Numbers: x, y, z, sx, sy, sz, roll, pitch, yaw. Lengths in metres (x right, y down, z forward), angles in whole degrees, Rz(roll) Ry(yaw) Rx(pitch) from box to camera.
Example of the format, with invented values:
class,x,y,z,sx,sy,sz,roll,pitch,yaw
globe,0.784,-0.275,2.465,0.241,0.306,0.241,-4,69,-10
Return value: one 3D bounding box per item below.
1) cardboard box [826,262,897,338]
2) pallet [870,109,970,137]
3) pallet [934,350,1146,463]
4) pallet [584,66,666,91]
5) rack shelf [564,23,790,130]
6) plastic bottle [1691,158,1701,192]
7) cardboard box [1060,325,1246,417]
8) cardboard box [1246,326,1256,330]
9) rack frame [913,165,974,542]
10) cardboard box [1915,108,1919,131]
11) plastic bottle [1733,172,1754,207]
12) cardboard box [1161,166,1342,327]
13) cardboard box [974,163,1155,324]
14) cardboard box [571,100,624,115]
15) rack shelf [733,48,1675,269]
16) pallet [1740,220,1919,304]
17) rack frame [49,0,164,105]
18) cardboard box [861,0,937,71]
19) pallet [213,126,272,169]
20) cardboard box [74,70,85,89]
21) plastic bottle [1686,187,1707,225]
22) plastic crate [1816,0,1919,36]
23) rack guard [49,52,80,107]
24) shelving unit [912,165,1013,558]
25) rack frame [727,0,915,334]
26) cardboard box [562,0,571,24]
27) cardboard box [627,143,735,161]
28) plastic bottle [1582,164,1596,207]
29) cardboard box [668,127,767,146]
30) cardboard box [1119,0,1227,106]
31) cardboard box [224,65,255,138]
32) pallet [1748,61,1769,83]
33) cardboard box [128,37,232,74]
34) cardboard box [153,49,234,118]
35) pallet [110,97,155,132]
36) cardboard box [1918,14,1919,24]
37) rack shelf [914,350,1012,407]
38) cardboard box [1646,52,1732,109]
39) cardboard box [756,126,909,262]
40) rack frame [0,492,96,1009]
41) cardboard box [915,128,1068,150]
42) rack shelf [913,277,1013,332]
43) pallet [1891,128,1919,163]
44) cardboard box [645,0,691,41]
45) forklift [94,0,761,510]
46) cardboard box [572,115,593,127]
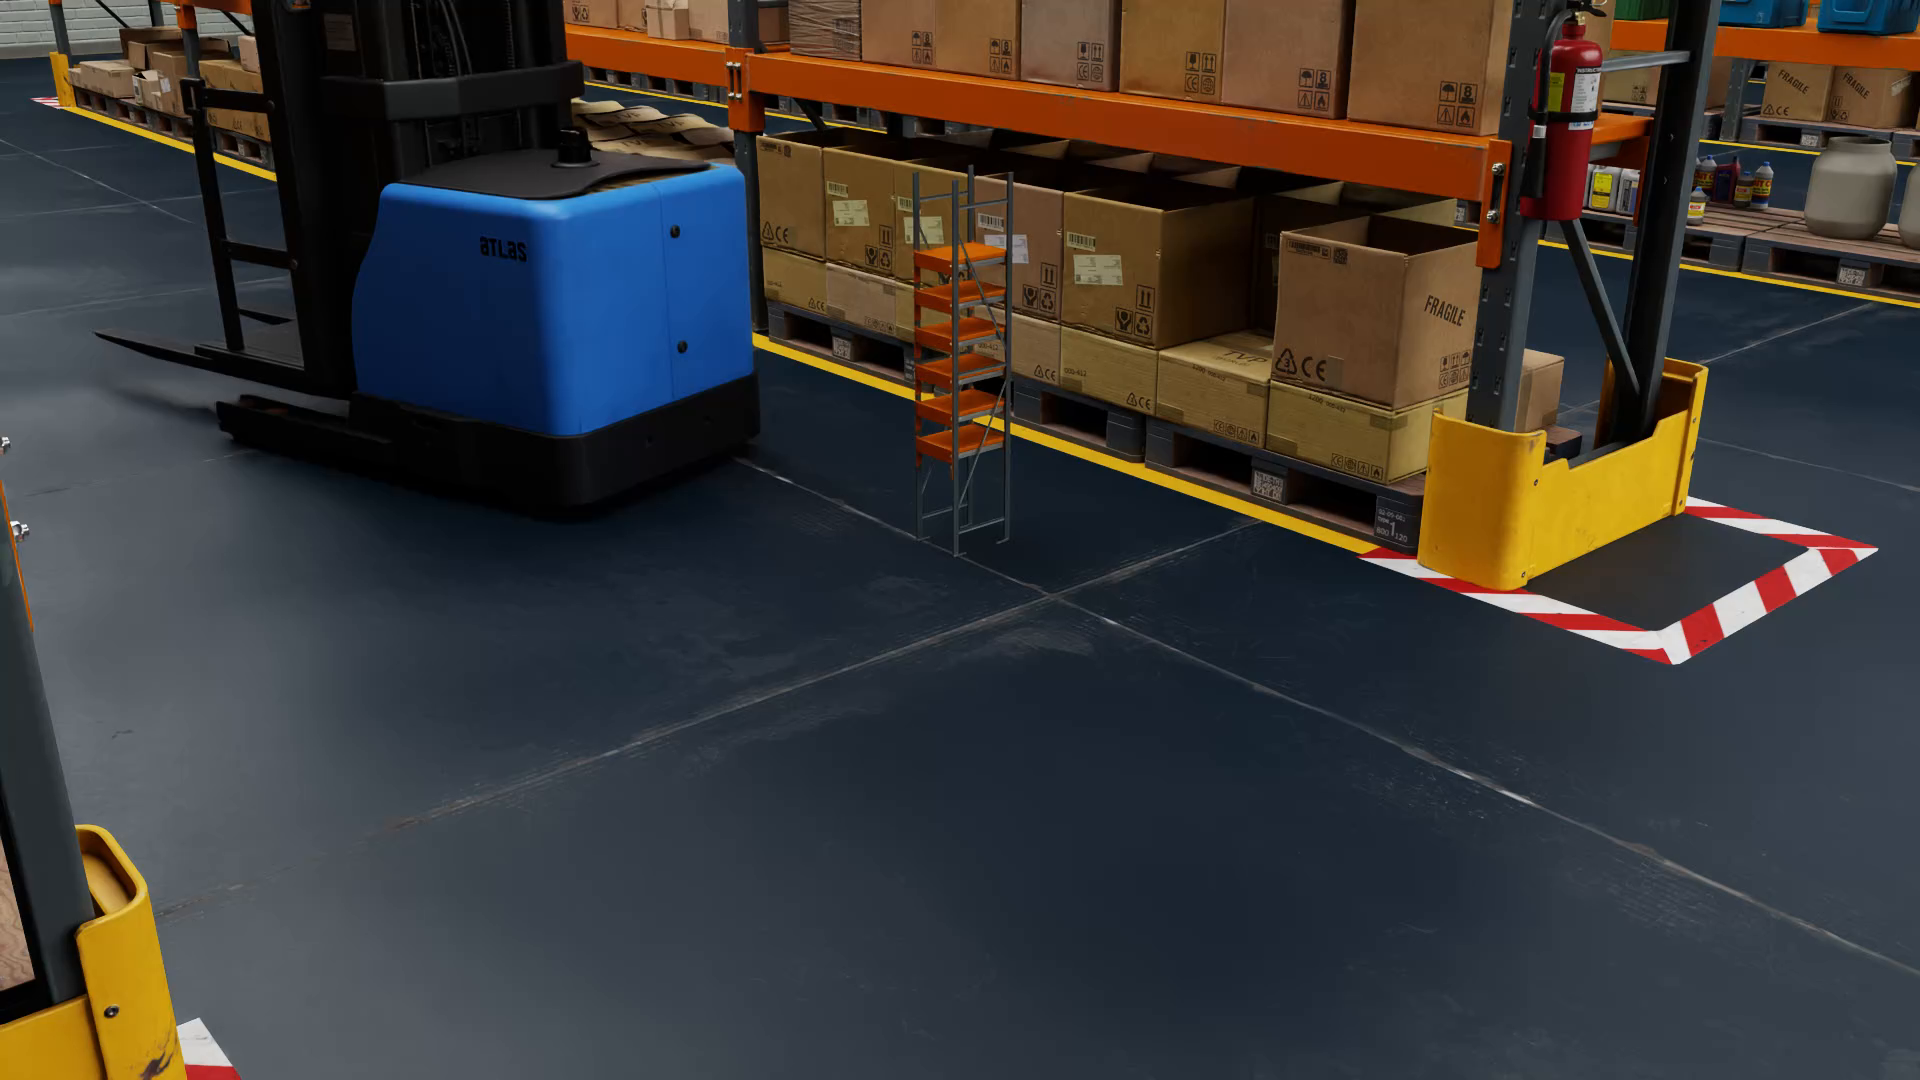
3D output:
class,x,y,z,sx,sy,sz,roll,pitch,yaw
cardboard box,-0.246,-1.105,7.386,0.500,0.250,0.500,-17,27,-37
pallet,-0.044,-3.722,14.697,1.003,0.211,1.213,-17,27,-37
pallet,0.646,-0.664,6.889,1.003,0.211,1.213,-17,27,-37
pallet,-3.419,-5.150,18.344,1.003,0.211,1.213,-17,27,-37
rack shelf,-1.947,-2.747,9.370,1.077,0.370,4.000,-17,27,-37
plastic bottle,4.488,-2.234,10.212,0.097,0.271,0.097,0,21,0
cardboard box,0.732,-0.690,6.327,0.500,0.250,0.500,-17,27,-37
cardboard box,1.132,-0.816,6.648,0.500,0.250,0.500,-17,27,-37
rack frame,-0.050,-0.580,5.320,0.240,1.200,0.006,-17,27,-37
cardboard box,7.941,-3.489,13.129,0.500,0.500,0.500,19,29,40
plastic bottle,4.709,-2.108,9.986,0.097,0.201,0.097,0,21,0
cardboard box,1.124,-1.162,6.504,0.500,0.500,0.500,-17,27,-37
cardboard box,0.404,-1.177,6.542,0.500,0.500,0.500,-17,27,-37
cardboard box,-2.380,-2.582,10.390,0.500,0.311,0.500,-18,28,-38
rack shelf,0.664,-1.641,6.548,1.077,0.370,4.000,-17,27,-37
pallet,5.113,-1.539,9.124,1.003,0.211,1.213,-17,27,-37
rack frame,-8.475,-5.844,16.293,1.000,3.000,0.127,-17,27,-37
cardboard box,0.002,-2.310,7.132,0.700,0.500,0.500,-18,28,-38
pallet,-5.304,-3.225,13.429,1.003,0.211,1.213,-17,27,-37
cardboard box,-8.299,-4.463,16.049,0.380,0.166,0.250,-17,27,-37
plastic bottle,4.193,-1.907,9.473,0.097,0.201,0.097,0,21,0
plastic crate,4.751,-2.781,8.674,0.499,0.251,0.408,-17,27,-37
rack guard,-8.425,-4.659,16.695,1.175,0.500,0.348,-17,27,-37
shelving unit,0.009,-0.555,5.255,0.258,1.200,0.189,-17,27,-37
rack frame,-0.642,-2.529,7.828,1.000,3.000,0.127,-17,27,-37
cardboard box,-2.145,-3.221,9.458,0.500,0.500,0.500,-19,29,-40
cardboard box,-1.468,-1.891,8.625,0.500,0.311,0.500,-17,27,-36
plastic bottle,3.726,-2.187,9.984,0.144,0.351,0.185,-18,27,-38
cardboard box,-1.384,-2.161,9.314,0.500,0.311,0.500,-19,28,-39
cardboard box,1.008,-1.885,6.046,0.700,0.500,0.500,-17,27,-37
cardboard box,-5.376,-3.444,12.988,0.500,0.500,0.500,-17,27,-37
pallet,9.328,-5.273,18.658,1.003,0.211,1.213,-17,27,-37
cardboard box,-7.094,-4.300,15.168,0.797,0.503,0.637,-17,27,-37
cardboard box,-6.451,-3.870,14.076,0.500,0.500,0.500,-17,27,-37
pallet,-7.112,-3.968,15.326,1.003,0.211,1.213,-17,27,-37
cardboard box,10.216,-5.337,17.507,1.050,0.750,0.750,-18,27,-38
rack shelf,0.009,-0.513,5.271,0.258,0.103,0.180,-17,27,-37
cardboard box,6.481,-4.102,14.668,0.500,0.500,0.700,20,29,41
cardboard box,-0.576,-1.591,7.599,0.500,0.500,0.500,-17,27,-37
rack frame,-1.779,-0.244,1.995,0.949,2.616,0.053,-17,27,-37
cardboard box,0.144,-1.576,7.562,0.500,0.500,0.500,-17,27,-37
rack shelf,0.009,-0.737,5.184,0.258,0.103,0.180,-17,27,-37
pallet,8.131,-3.073,13.042,1.003,0.211,1.213,-17,27,-37
cardboard box,-1.355,-2.666,8.361,0.396,0.266,0.258,-18,28,-39
forklift,-2.275,-1.856,6.205,3.031,2.935,1.130,13,25,30
cardboard box,-2.453,-2.311,9.698,0.500,0.311,0.500,-18,28,-39
